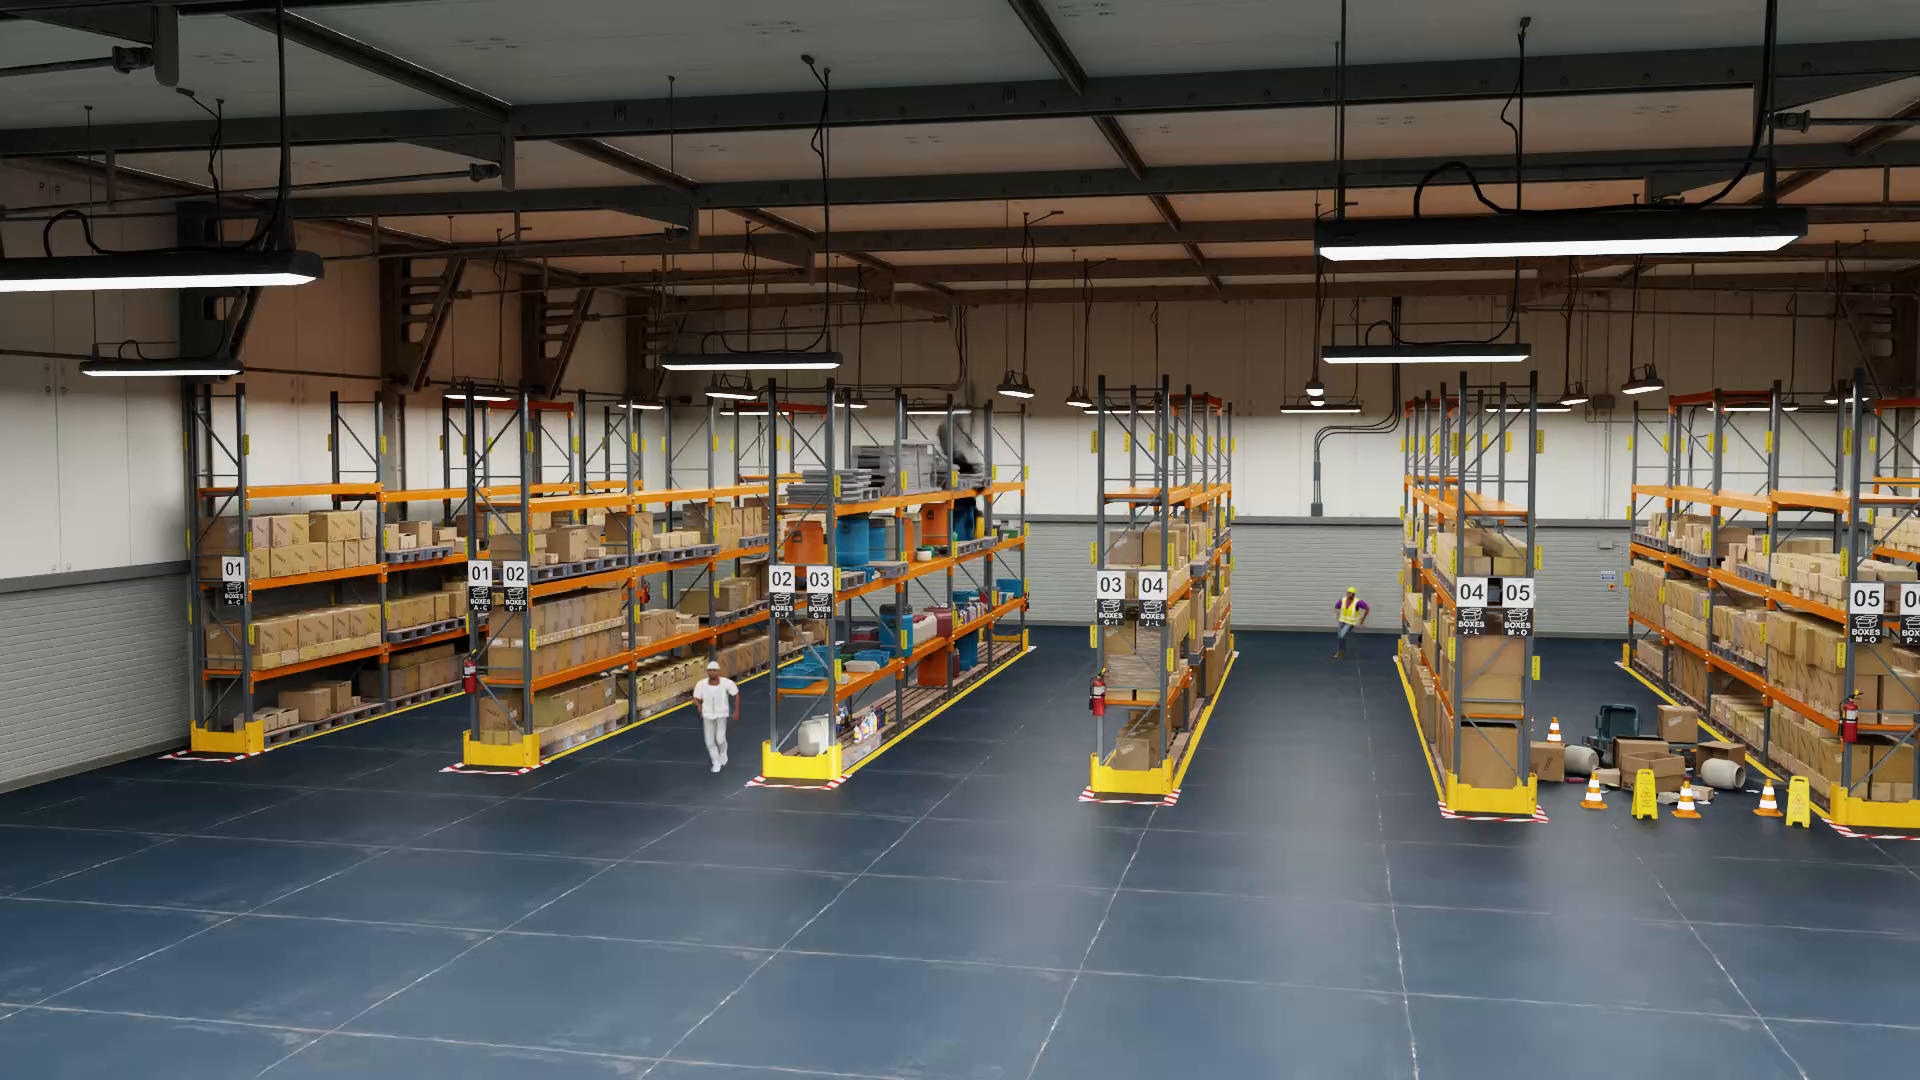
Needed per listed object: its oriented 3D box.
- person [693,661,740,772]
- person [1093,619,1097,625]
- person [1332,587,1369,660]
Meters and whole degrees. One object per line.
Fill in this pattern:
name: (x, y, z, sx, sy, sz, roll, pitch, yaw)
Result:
person: (-3.734, 2.701, 25.367, 0.702, 1.709, 0.616, 0, 3, 2)
person: (2.993, 2.256, 33.539, 0.682, 1.732, 0.812, 1, 3, 14)
person: (9.076, 1.952, 38.851, 0.812, 1.734, 0.736, 3, 4, 42)
